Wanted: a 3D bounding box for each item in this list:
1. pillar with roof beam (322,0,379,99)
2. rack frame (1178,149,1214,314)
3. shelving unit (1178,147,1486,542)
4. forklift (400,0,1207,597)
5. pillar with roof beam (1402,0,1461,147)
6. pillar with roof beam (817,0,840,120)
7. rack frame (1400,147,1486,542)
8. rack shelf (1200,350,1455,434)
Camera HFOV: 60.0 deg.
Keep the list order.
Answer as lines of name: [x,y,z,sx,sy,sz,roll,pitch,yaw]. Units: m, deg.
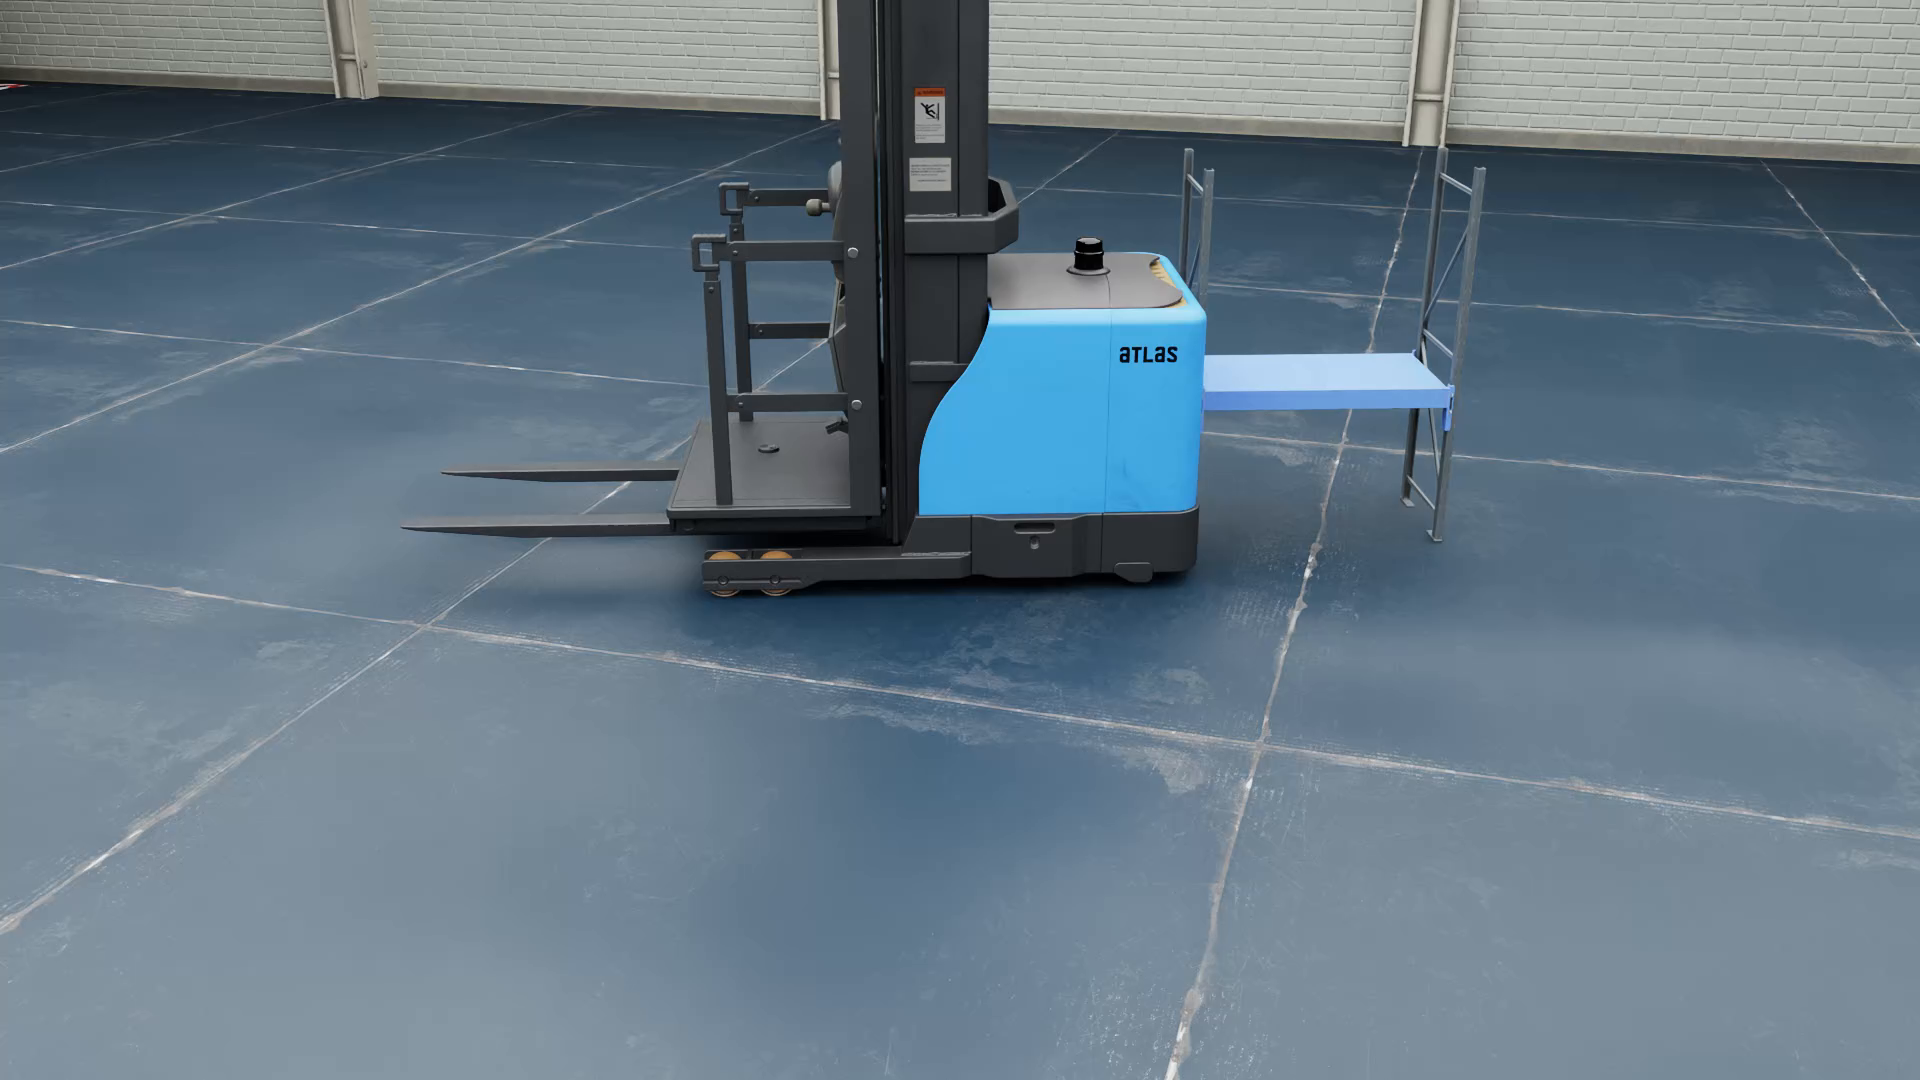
pillar with roof beam: [-8.235,-7.748,13.802,0.400,9.000,9.100,7,23,16]
rack frame: [0.916,-0.766,6.661,0.032,1.500,0.500,-1,22,-2]
shelving unit: [1.424,-0.773,6.678,1.048,1.500,0.538,-1,22,-2]
forklift: [-0.624,-1.347,6.192,3.031,2.935,1.130,-1,22,-2]
pillar with roof beam: [3.253,-6.433,10.595,0.400,9.000,9.100,7,23,16]
pillar with roof beam: [-2.491,-7.091,12.199,0.400,9.000,9.100,7,23,16]
rack frame: [1.932,-0.780,6.695,0.032,1.500,0.500,-1,22,-2]
rack shelf: [1.424,-0.607,6.746,1.000,0.185,0.538,-1,22,-2]
